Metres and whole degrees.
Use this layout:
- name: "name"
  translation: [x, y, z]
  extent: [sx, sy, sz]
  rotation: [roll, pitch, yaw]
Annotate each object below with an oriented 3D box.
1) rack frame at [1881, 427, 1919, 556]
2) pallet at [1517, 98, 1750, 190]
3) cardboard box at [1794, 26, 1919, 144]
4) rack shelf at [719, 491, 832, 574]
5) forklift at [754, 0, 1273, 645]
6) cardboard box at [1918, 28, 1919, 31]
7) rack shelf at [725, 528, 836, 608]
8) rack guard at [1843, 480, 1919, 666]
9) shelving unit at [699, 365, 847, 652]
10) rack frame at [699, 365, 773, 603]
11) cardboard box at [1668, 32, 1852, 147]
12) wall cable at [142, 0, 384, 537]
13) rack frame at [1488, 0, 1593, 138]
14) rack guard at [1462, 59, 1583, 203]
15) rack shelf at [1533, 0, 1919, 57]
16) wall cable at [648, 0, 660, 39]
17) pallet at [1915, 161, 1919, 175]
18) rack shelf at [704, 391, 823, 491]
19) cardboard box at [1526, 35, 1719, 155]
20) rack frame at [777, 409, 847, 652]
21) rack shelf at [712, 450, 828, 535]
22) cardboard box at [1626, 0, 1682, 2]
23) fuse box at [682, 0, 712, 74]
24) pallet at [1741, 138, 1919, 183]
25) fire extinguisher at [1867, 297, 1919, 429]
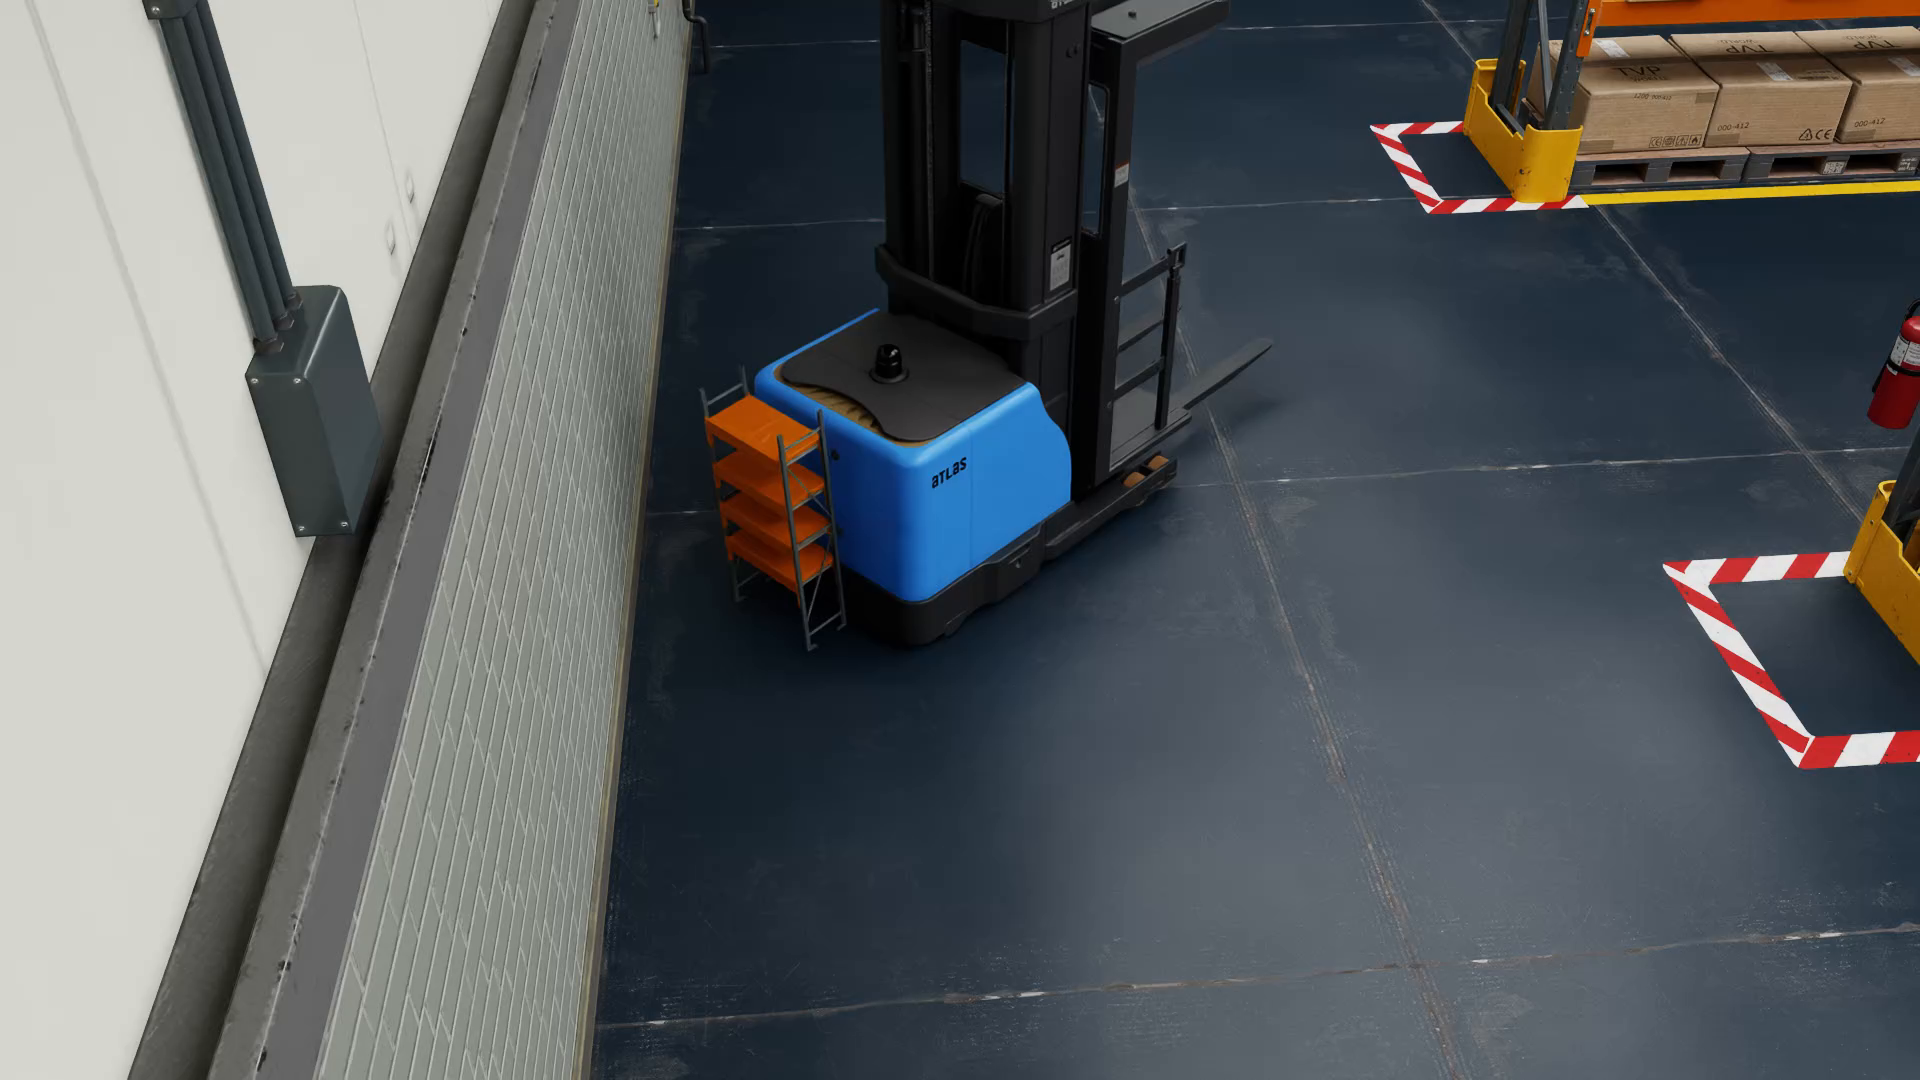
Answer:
- name: "rack frame"
  translation: [4.322, -0.695, 6.531]
  extent: [0.127, 3.000, 1.000]
  rotation: [-3, 38, -4]
- name: "pallet"
  translation: [4.572, -2.741, 11.376]
  extent: [1.213, 0.211, 1.003]
  rotation: [-3, 38, -4]
- name: "cardboard box"
  translation: [6.240, -3.104, 11.314]
  extent: [0.875, 0.438, 0.875]
  rotation: [-4, 38, -5]
- name: "rack shelf"
  translation: [-0.800, -0.071, 7.290]
  extent: [0.480, 0.148, 0.258]
  rotation: [30, 51, 33]
- name: "forklift"
  translation: [0.447, -1.511, 7.621]
  extent: [1.130, 2.935, 3.031]
  rotation: [30, 47, 32]
- name: "cardboard box"
  translation: [7.132, -3.154, 11.377]
  extent: [0.875, 0.438, 0.875]
  rotation: [-4, 38, -5]
- name: "rack shelf"
  translation: [-0.792, 0.080, 7.419]
  extent: [0.480, 0.148, 0.258]
  rotation: [30, 51, 33]
- name: "rack guard"
  translation: [4.397, 0.282, 7.311]
  extent: [0.348, 0.500, 1.175]
  rotation: [-3, 38, -4]
- name: "shelving unit"
  translation: [-0.802, -0.122, 7.247]
  extent: [0.503, 1.200, 0.258]
  rotation: [30, 51, 33]
- name: "rack frame"
  translation: [-0.979, -0.226, 7.379]
  extent: [0.015, 1.200, 0.240]
  rotation: [30, 51, 33]
- name: "cardboard box"
  translation: [5.342, -3.056, 11.253]
  extent: [0.875, 0.438, 0.875]
  rotation: [-2, 38, -3]
- name: "wall cable"
  translation: [-1.277, -3.064, 2.093]
  extent: [0.120, 5.999, 2.277]
  rotation: [-3, 38, -4]
- name: "rack frame"
  translation: [3.782, -3.744, 10.395]
  extent: [0.127, 3.000, 1.000]
  rotation: [-3, 38, -4]
- name: "rack guard"
  translation: [3.759, -2.761, 11.168]
  extent: [0.348, 0.500, 1.175]
  rotation: [-3, 38, -4]
- name: "rack shelf"
  translation: [5.775, -3.571, 10.757]
  extent: [4.000, 0.370, 1.077]
  rotation: [-3, 38, -4]
- name: "wall cable"
  translation: [-1.832, -3.831, 9.660]
  extent: [0.123, 1.953, 0.585]
  rotation: [-3, 38, -4]
- name: "pallet"
  translation: [7.002, -2.875, 11.545]
  extent: [1.213, 0.211, 1.003]
  rotation: [-3, 38, -4]
- name: "rack shelf"
  translation: [-0.817, -0.420, 6.991]
  extent: [0.480, 0.148, 0.258]
  rotation: [30, 51, 33]
- name: "cardboard box"
  translation: [4.431, -3.001, 11.183]
  extent: [0.875, 0.438, 0.875]
  rotation: [-4, 38, -6]
- name: "rack frame"
  translation: [-0.625, -0.018, 7.115]
  extent: [0.015, 1.200, 0.240]
  rotation: [30, 51, 33]
- name: "rack shelf"
  translation: [-0.808, -0.241, 7.145]
  extent: [0.480, 0.148, 0.258]
  rotation: [30, 51, 33]
- name: "cardboard box"
  translation: [4.286, -3.632, 10.173]
  extent: [0.500, 0.500, 0.500]
  rotation: [-3, 38, -4]
- name: "fuse box"
  translation: [-1.873, -4.218, 12.037]
  extent: [0.414, 1.711, 0.539]
  rotation: [-3, 38, -4]
- name: "pallet"
  translation: [5.784, -2.806, 11.458]
  extent: [1.213, 0.211, 1.003]
  rotation: [-3, 38, -4]
- name: "fire extinguisher"
  translation: [4.030, -0.789, 7.014]
  extent: [0.183, 0.674, 0.296]
  rotation: [-3, 38, -4]
